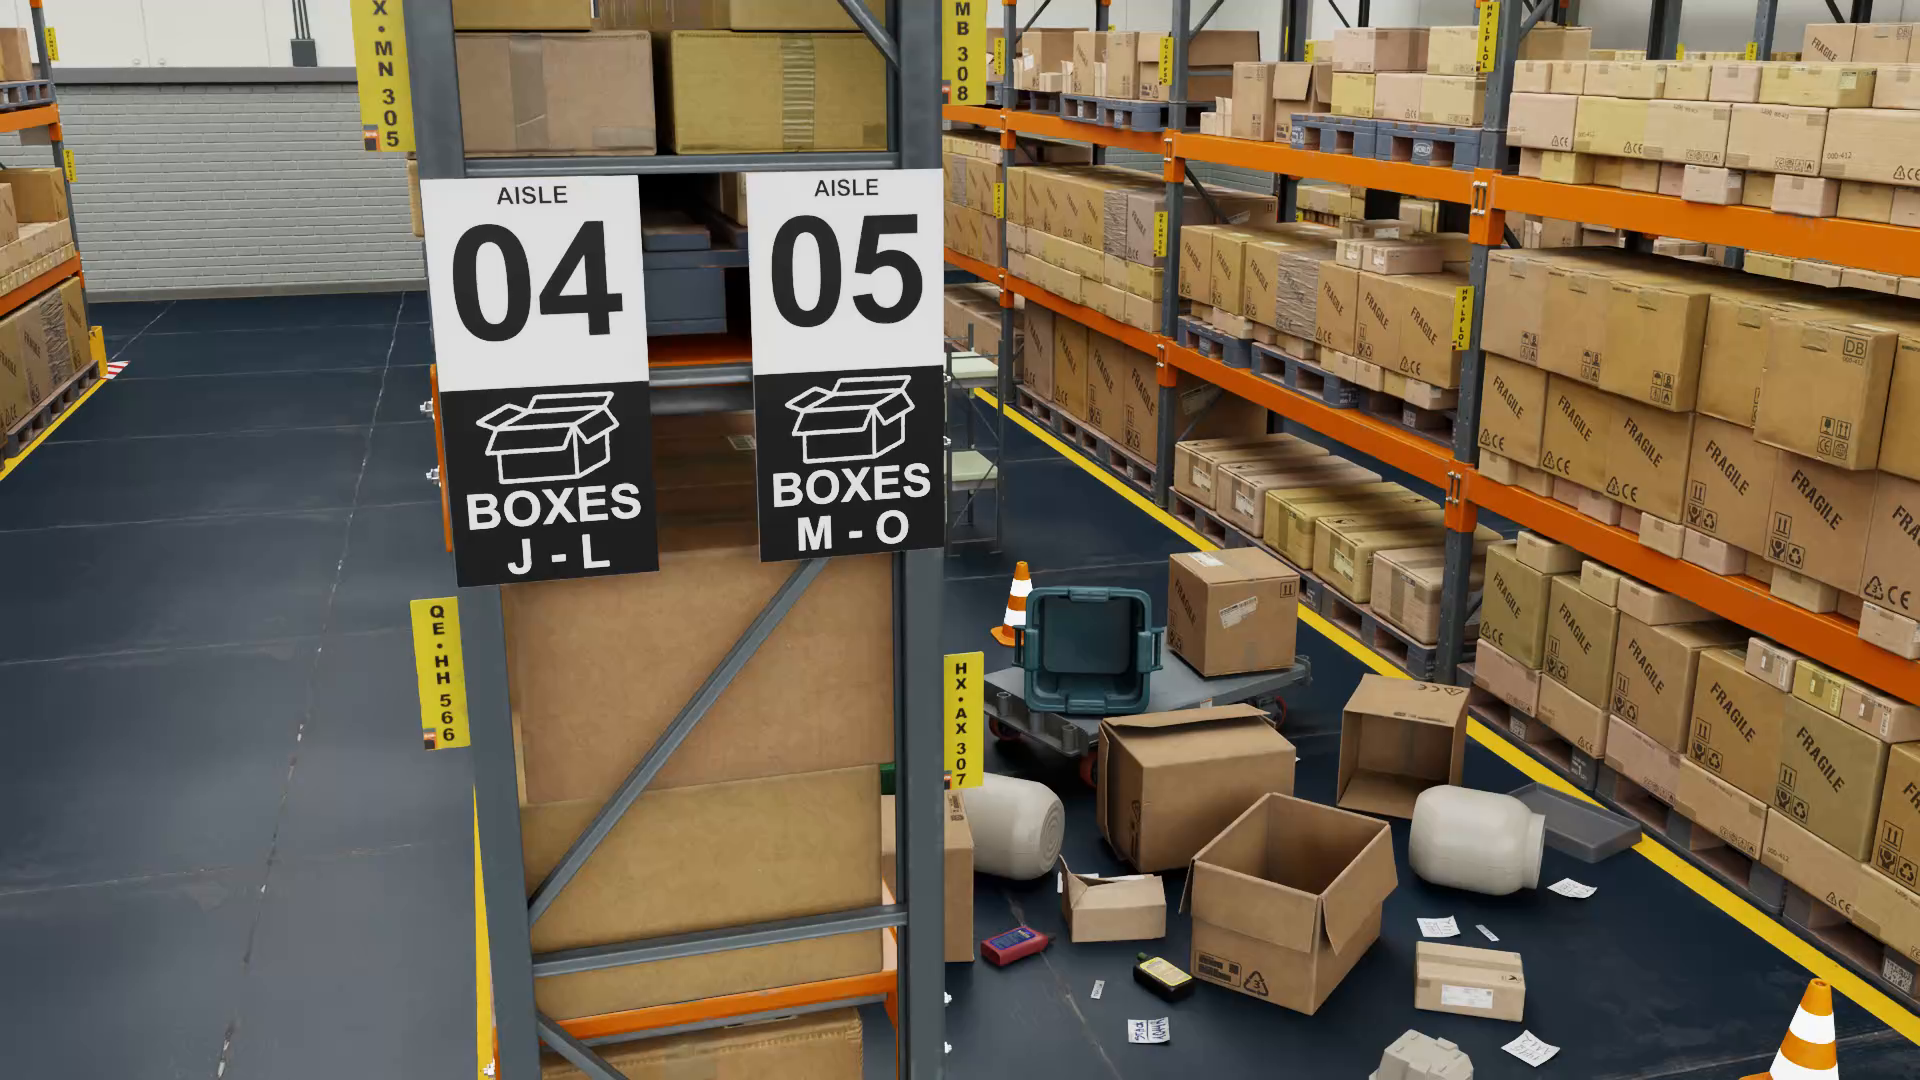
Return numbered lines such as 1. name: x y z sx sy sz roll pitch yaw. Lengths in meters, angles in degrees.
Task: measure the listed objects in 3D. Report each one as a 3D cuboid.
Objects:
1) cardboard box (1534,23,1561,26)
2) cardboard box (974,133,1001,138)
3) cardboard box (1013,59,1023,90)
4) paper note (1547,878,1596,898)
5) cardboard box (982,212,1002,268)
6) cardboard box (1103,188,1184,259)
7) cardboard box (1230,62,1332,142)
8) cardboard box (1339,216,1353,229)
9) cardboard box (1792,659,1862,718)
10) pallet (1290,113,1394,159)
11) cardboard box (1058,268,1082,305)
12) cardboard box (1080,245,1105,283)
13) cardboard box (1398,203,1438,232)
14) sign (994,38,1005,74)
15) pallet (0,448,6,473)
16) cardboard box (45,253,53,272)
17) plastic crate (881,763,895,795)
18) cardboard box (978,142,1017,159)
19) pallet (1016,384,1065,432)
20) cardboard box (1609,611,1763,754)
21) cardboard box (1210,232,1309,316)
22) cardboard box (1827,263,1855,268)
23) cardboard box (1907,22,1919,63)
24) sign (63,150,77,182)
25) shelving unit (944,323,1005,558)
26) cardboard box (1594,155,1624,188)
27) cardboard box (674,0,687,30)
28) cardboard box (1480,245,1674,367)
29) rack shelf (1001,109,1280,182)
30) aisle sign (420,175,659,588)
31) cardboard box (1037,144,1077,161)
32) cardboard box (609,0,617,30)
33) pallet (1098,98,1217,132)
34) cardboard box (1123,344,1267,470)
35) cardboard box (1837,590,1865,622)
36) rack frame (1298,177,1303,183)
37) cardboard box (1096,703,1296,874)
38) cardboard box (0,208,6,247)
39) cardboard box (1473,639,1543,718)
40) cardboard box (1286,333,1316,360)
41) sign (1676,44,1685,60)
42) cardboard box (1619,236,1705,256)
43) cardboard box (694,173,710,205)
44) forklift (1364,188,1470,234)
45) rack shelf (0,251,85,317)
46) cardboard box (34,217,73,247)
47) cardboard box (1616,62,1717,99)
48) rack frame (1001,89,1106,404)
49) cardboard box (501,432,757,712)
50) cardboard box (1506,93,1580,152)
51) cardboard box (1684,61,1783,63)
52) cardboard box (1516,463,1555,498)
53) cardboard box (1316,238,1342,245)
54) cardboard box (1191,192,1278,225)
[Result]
1. cardboard box: 5.824 -5.056 16.651 0.396 0.266 0.258 -5 17 -16
2. cardboard box: 0.373 -4.412 18.386 0.380 0.149 0.250 -5 17 -16
3. cardboard box: 0.704 -4.243 15.152 0.396 0.266 0.258 -5 17 -16
4. paper note: 2.584 1.467 7.015 0.142 0.019 0.148 -12 20 -34
5. cardboard box: 0.529 -2.991 16.523 0.500 0.500 0.500 -5 17 -15
6. cardboard box: 1.459 -2.519 13.213 0.500 0.500 0.500 -4 17 -14
7. cardboard box: 2.253 -2.950 11.173 0.700 0.500 0.500 -5 17 -15
8. cardboard box: 4.708 -3.742 19.632 0.380 0.149 0.250 -5 17 -17
9. cardboard box: 3.498 0.563 6.483 0.380 0.149 0.250 -4 17 -14
10. pallet: 2.746 -2.435 9.957 1.213 0.211 1.003 -5 17 -15
11. cardboard box: 1.167 -2.196 14.309 0.500 0.250 0.500 -5 17 -16
12. cardboard box: 1.320 -2.292 13.760 0.500 0.250 0.500 -5 17 -17
13. cardboard box: 5.148 -3.558 18.328 0.500 0.250 0.500 -5 17 -15
14. sign: 0.369 -4.513 15.513 0.100 0.325 0.005 -5 17 -15
15. pallet: -8.341 -0.509 13.279 1.003 0.211 1.213 -5 17 -15
16. cardboard box: -9.029 -2.683 16.107 0.380 0.149 0.250 -5 17 -16
17. plastic crate: -0.323 1.060 7.996 0.450 0.188 0.662 -6 15 16
18. cardboard box: 0.398 -3.953 16.858 0.380 0.149 0.250 -5 17 -16
19. pallet: 1.187 -1.292 15.888 1.003 0.211 1.213 -5 17 -15
20. cardboard box: 3.303 0.609 7.456 0.500 0.500 0.500 -4 17 -12
21. cardboard box: 2.053 -1.834 11.423 0.500 0.500 0.500 -4 17 -12
22. cardboard box: 6.832 -2.155 12.612 0.380 0.149 0.250 -4 17 -15
23. cardboard box: 7.018 -3.355 11.615 0.500 0.500 0.500 -4 17 -14
24. sign: -9.200 -3.865 17.182 0.100 0.325 0.005 -5 17 -15
25. shelving unit: 0.002 -0.716 11.730 0.431 1.500 0.755 -5 17 -15
26. cardboard box: 3.143 -1.697 7.609 0.380 0.149 0.250 -5 17 -15
27. cardboard box: -0.524 -1.372 4.237 0.380 0.149 0.250 -5 17 -15
28. cardboard box: 3.014 -1.153 8.147 0.700 0.500 0.500 -5 17 -16
29. rack shelf: 1.452 -3.374 14.008 1.077 0.370 4.000 -5 17 -15
30. aisle sign: -0.800 -0.299 3.213 0.394 0.787 0.004 -5 17 -15
31. cardboard box: 0.979 -3.850 16.516 0.380 0.149 0.250 -4 17 -14
32. cardboard box: -1.086 -1.935 6.113 0.380 0.149 0.250 -5 17 -15
33. pallet: 1.774 -3.249 12.668 1.213 0.211 1.003 -4 17 -13
34. cardboard box: 1.892 -1.110 13.397 0.875 0.875 0.875 -5 17 -16
35. cardboard box: 3.631 0.233 6.399 0.380 0.149 0.250 -4 17 -14
36. rack frame: 4.575 -4.335 21.171 1.000 3.000 0.127 -5 17 -15
37. cardboard box: 1.018 1.071 7.277 0.797 0.637 0.503 -5 17 -15
38. cardboard box: -8.640 -2.771 14.404 0.500 0.500 0.500 -5 17 -15
39. cardboard box: 3.004 0.678 8.531 0.500 0.250 0.500 -6 18 -18
40. cardboard box: 2.310 -1.254 10.620 0.380 0.149 0.250 -4 17 -14
41. sign: 3.621 -2.352 8.454 0.100 0.325 0.005 -5 17 -15
42. cardboard box: 6.172 -2.518 14.651 0.500 0.250 0.500 -6 18 -18
43. cardboard box: -0.456 -0.922 4.126 0.380 0.149 0.250 -5 17 -15
44. forklift: 4.149 -2.211 14.219 1.130 2.935 3.031 -5 17 -16
45. rack shelf: -9.175 -2.261 15.514 1.077 0.370 4.000 -5 17 -15
46. cardboard box: -9.337 -3.116 16.855 0.500 0.250 0.500 -5 17 -16
47. cardboard box: 3.084 -1.990 7.198 0.380 0.149 0.250 -5 17 -16
48. rack frame: 0.903 -2.835 16.177 1.000 3.000 0.127 -5 17 -15
49. cardboard box: -0.836 0.064 4.388 0.875 0.550 0.550 -5 17 -15
50. cardboard box: 2.959 -1.986 7.881 0.500 0.250 0.500 -5 17 -16
51. cardboard box: 3.529 -2.105 7.584 0.380 0.149 0.250 -4 17 -14
52. cardboard box: 2.999 -0.324 8.253 0.380 0.149 0.250 -4 17 -14
53. cardboard box: 2.687 -1.735 11.093 0.500 0.500 0.500 -6 18 -19
54. cardboard box: 2.101 -2.411 12.854 0.500 0.500 0.500 -5 18 -17
